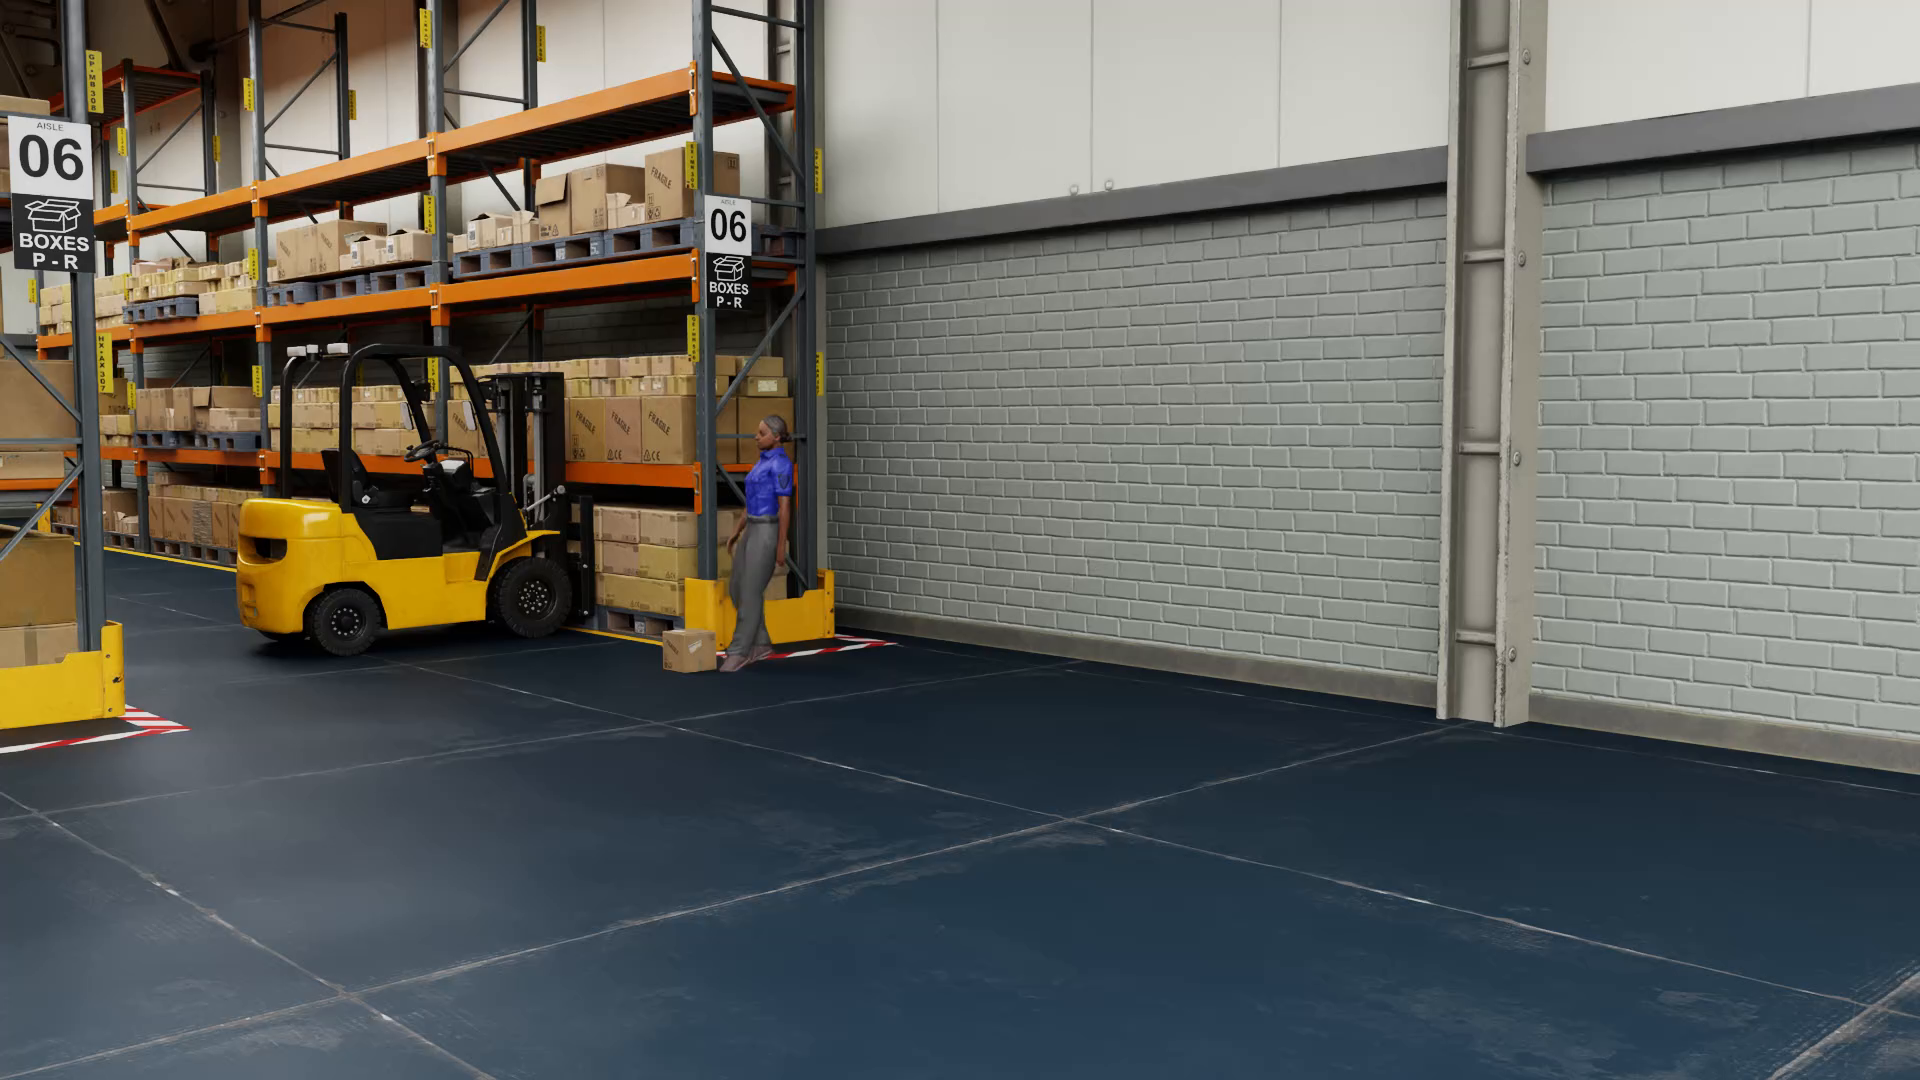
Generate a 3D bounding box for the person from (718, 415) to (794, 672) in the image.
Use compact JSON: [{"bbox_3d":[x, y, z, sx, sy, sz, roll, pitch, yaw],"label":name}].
[{"bbox_3d":[-1.379,0.044,10.909,0.581,1.731,0.489,-2,4,-23],"label":"person"}]
